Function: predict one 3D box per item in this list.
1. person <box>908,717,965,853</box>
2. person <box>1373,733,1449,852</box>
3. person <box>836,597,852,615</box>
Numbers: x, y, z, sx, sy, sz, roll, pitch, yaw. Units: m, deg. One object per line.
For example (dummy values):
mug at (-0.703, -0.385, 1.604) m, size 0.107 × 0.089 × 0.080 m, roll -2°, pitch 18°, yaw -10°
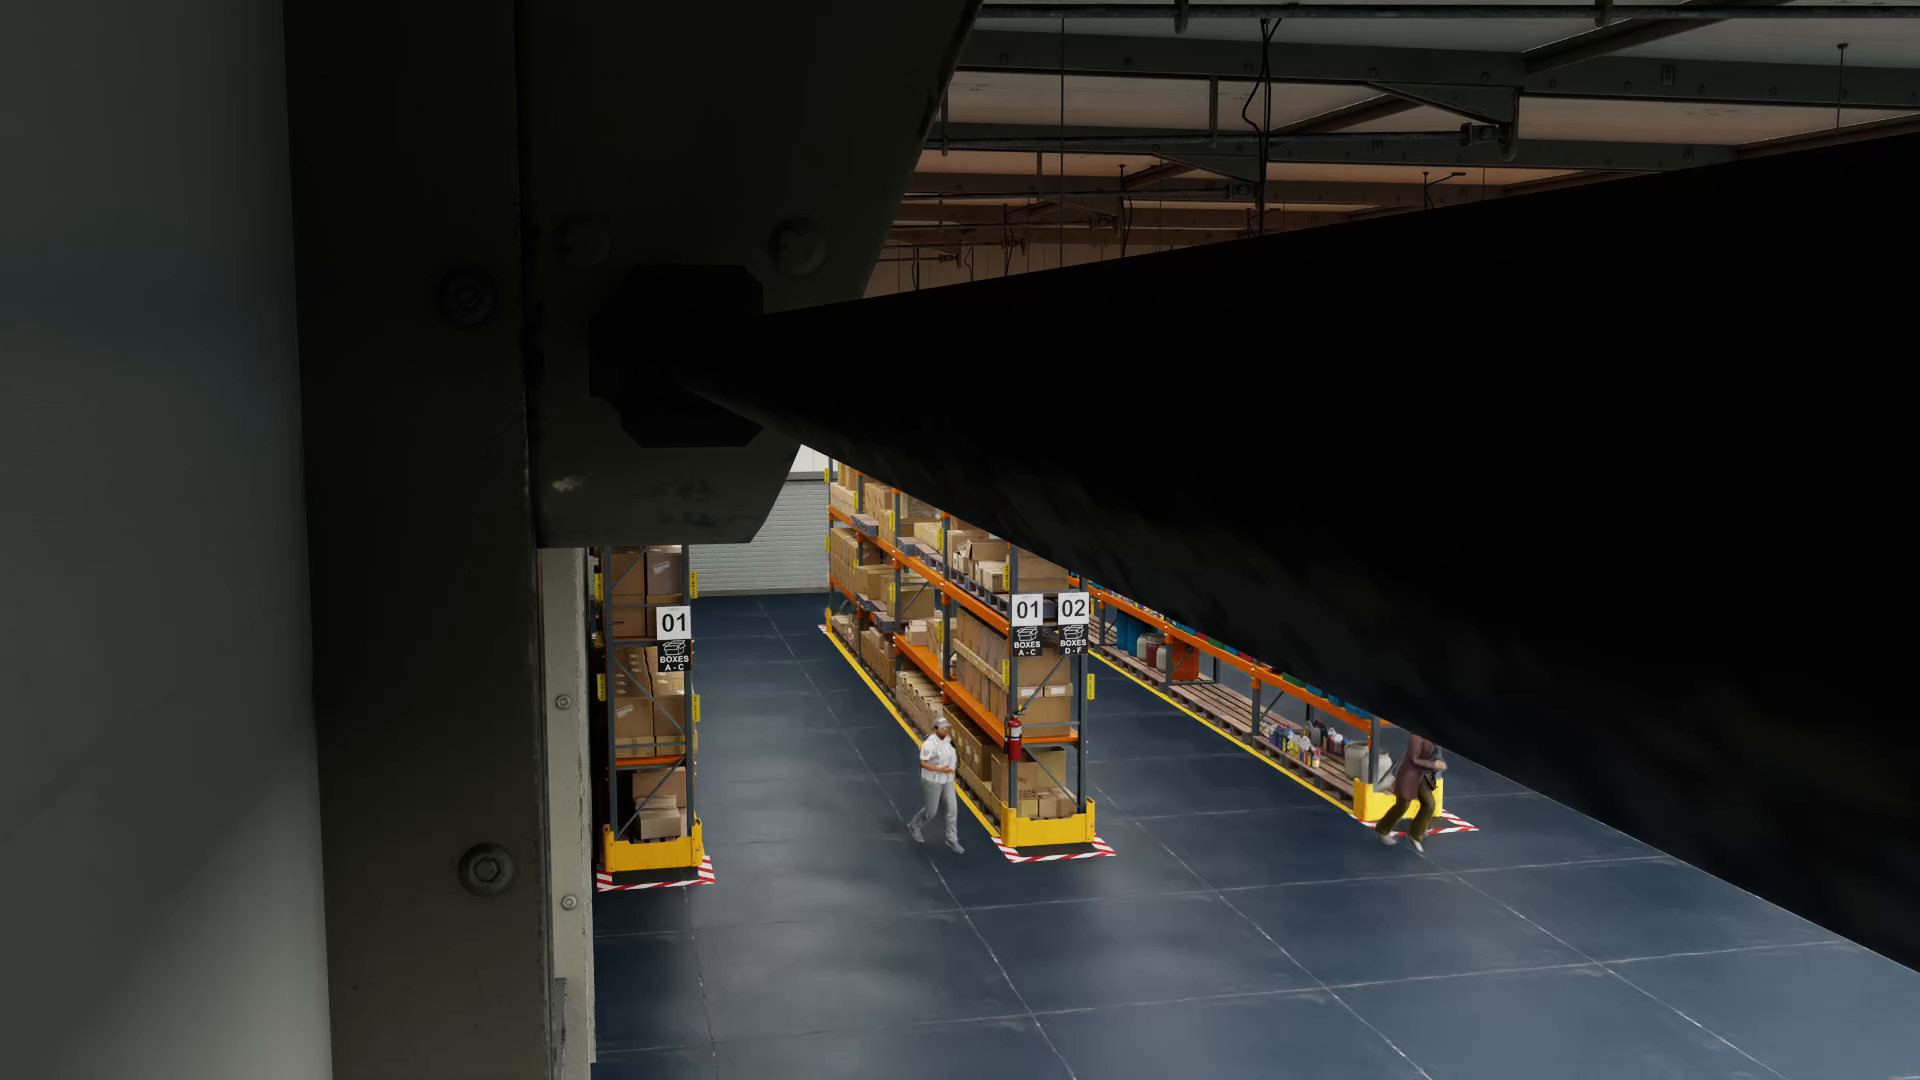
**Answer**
person at (-0.273, 3.041, 20.846) m, size 0.626 × 1.698 × 0.788 m, roll -7°, pitch 9°, yaw -44°
person at (5.689, 3.041, 20.871) m, size 0.914 × 1.830 × 0.763 m, roll 5°, pitch 8°, yaw 36°
person at (-2.454, 1.080, 37.620) m, size 0.758 × 1.616 × 0.535 m, roll 1°, pitch 7°, yaw 9°
